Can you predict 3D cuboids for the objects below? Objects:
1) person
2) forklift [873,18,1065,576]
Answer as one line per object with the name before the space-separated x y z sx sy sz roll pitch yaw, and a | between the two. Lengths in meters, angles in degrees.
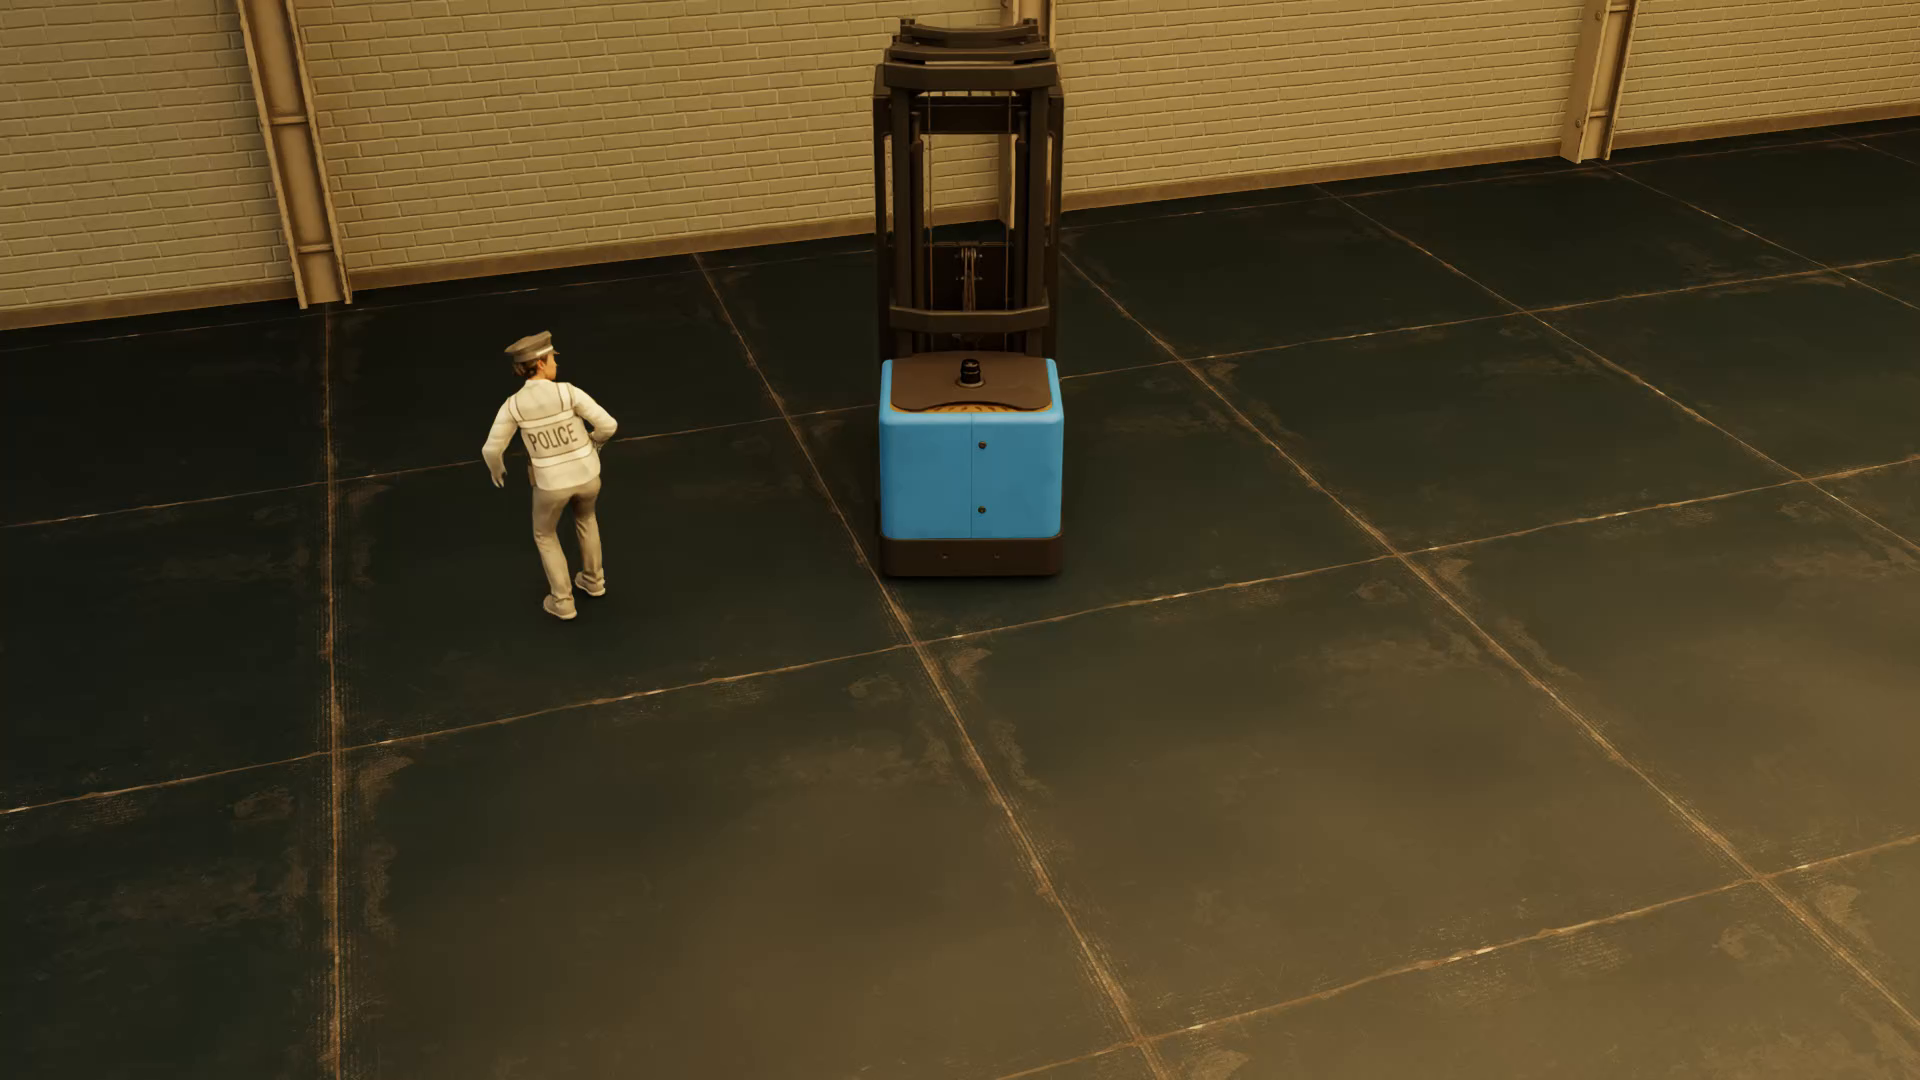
person | -2.201 -0.348 9.021 0.712 1.632 0.482 -12 32 -19
forklift | 0.043 -1.757 10.140 1.130 2.935 3.031 0 30 -1
